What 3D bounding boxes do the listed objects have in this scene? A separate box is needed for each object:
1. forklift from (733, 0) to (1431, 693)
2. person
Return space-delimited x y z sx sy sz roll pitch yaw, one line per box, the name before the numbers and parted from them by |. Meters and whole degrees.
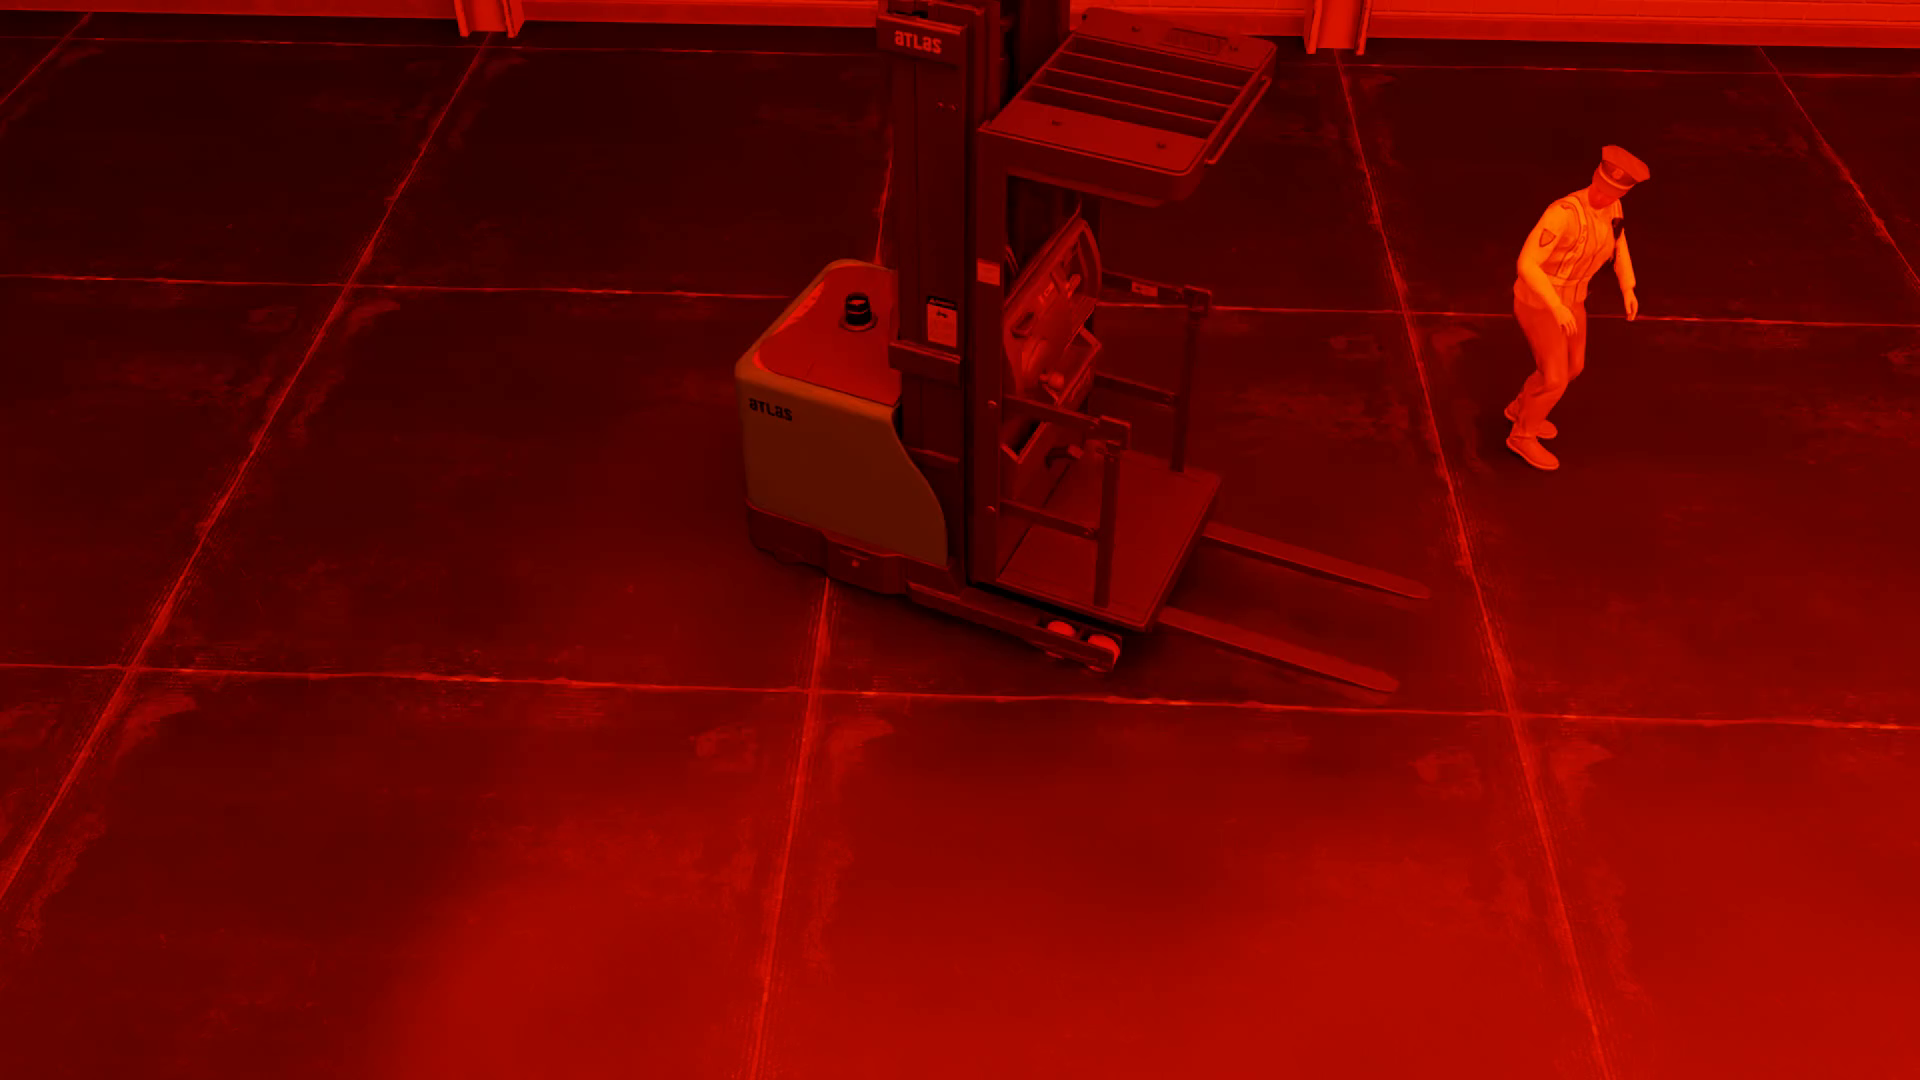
forklift | 0.564 -0.917 6.747 3.031 2.935 1.130 17 45 18
person | 2.920 -1.123 7.956 0.712 1.632 0.483 -29 50 -28
